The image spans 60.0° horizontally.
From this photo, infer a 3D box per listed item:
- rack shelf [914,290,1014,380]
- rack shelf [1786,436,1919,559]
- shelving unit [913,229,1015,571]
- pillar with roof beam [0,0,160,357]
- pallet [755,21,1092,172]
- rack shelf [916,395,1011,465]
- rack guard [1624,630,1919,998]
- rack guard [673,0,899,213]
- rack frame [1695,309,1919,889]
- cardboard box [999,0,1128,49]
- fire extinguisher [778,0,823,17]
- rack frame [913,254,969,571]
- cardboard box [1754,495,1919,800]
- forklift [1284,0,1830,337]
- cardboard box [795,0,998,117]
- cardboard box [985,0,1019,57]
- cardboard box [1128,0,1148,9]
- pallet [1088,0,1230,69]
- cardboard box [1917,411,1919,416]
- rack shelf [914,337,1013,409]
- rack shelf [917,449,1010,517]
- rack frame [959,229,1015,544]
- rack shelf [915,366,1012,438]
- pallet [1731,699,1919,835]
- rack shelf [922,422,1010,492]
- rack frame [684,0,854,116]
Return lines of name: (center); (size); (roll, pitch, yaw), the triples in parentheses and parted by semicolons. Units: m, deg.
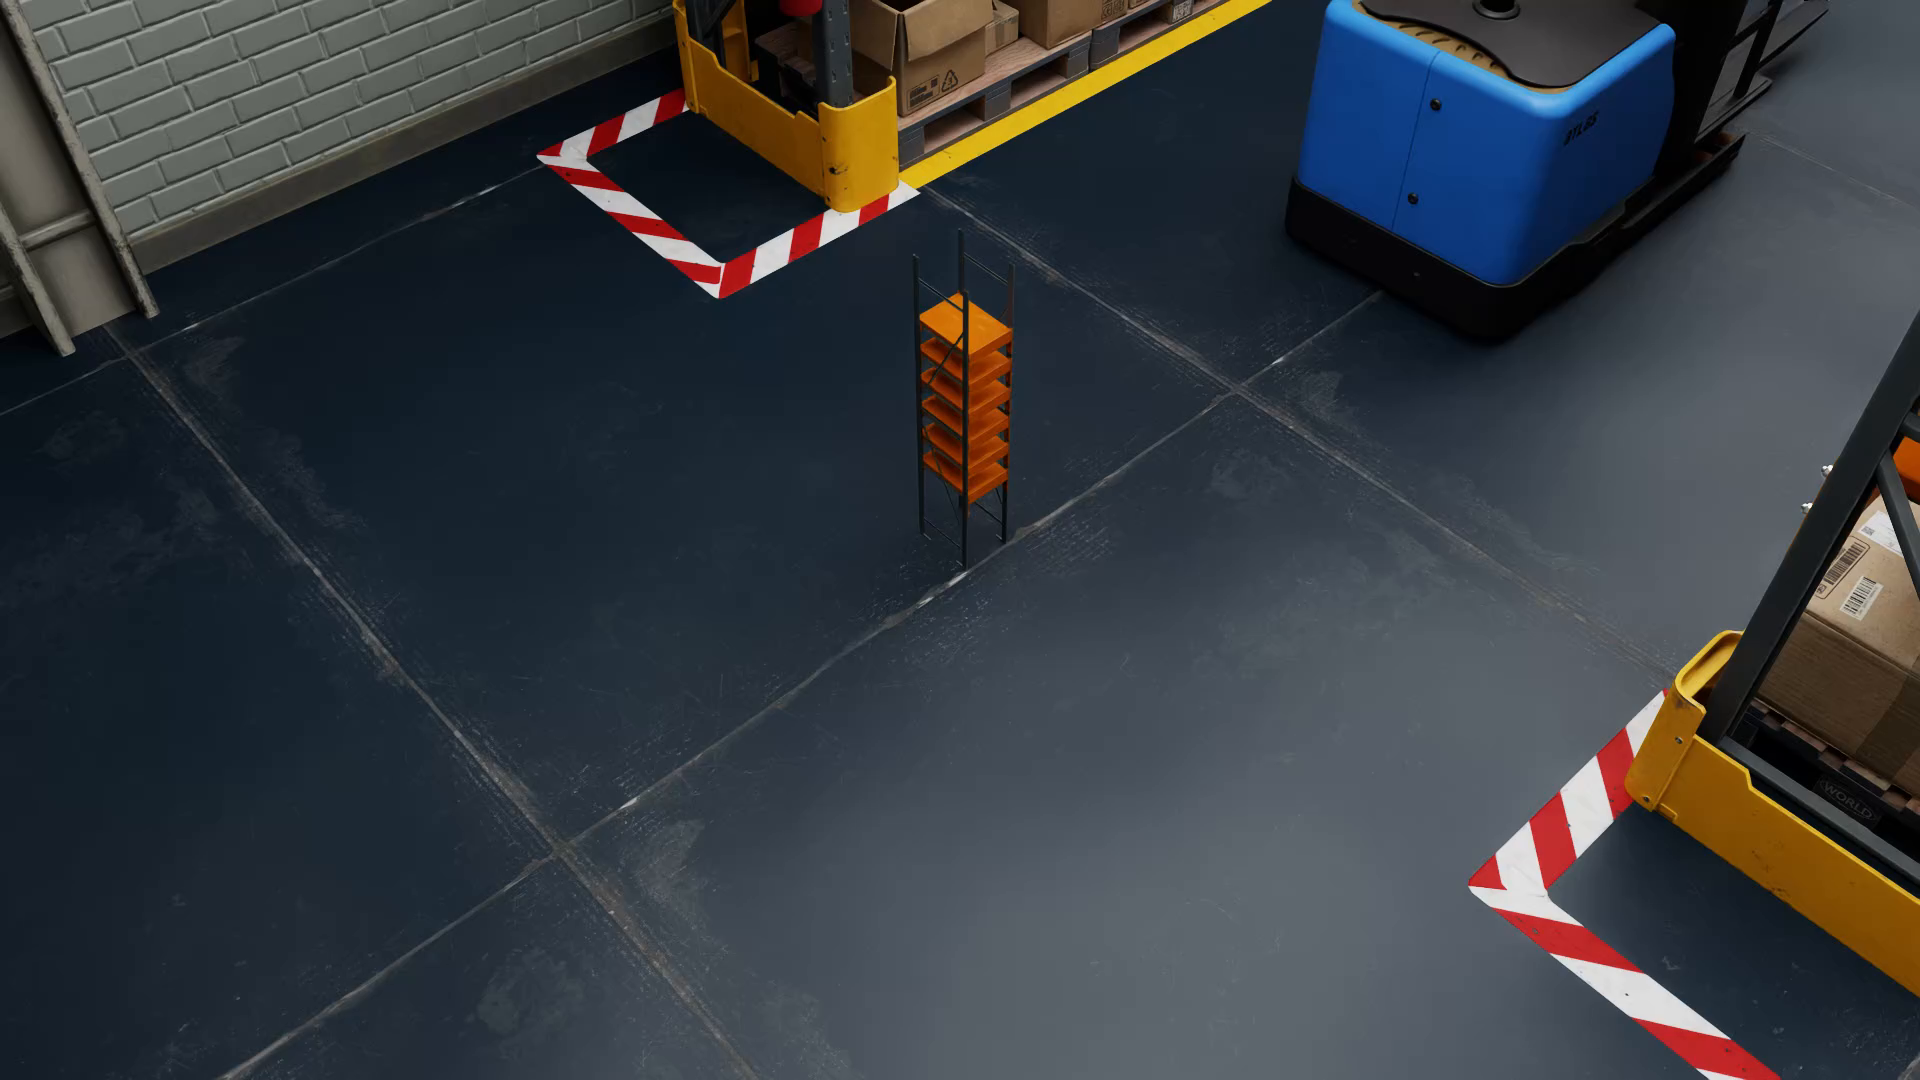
rack shelf: (0.011, -0.628, 5.084); (0.180, 0.103, 0.258); (-34, 56, -27)
rack shelf: (4.011, -0.791, 4.929); (4.000, 0.370, 1.077); (-34, 56, -27)
shelving unit: (0.011, -0.414, 5.316); (0.189, 1.200, 0.258); (-34, 56, -27)
pillar with roof beam: (-0.516, -1.594, 1.098); (0.400, 9.000, 9.100); (-34, 56, -27)
pallet: (-0.166, -2.230, 7.664); (1.213, 0.211, 1.003); (-34, 56, -27)
rack shelf: (0.011, -0.384, 5.348); (0.180, 0.103, 0.258); (-34, 56, -27)
rack guard: (2.513, 0.813, 4.660); (0.348, 0.500, 1.175); (-34, 56, -27)
rack guard: (-0.755, -1.934, 7.194); (0.348, 0.500, 1.175); (-34, 56, -27)
rack frame: (2.531, -0.046, 3.752); (0.127, 3.000, 1.000); (-34, 56, -27)
cardboard box: (0.364, -2.691, 7.607); (0.500, 0.500, 0.700); (-32, 55, -26)
fire extinguisher: (-0.609, -2.267, 6.107); (0.183, 0.674, 0.296); (-34, 56, -27)
rack frame: (-0.057, -0.369, 5.274); (0.006, 1.200, 0.240); (-34, 56, -27)
cardboard box: (2.952, 0.299, 4.891); (0.875, 0.438, 0.875); (-36, 57, -28)
forklift: (2.742, -2.744, 6.288); (3.031, 2.935, 1.130); (-36, 57, -28)
cardboard box: (-0.295, -2.290, 7.235); (0.637, 0.503, 0.797); (-36, 57, -28)
cardboard box: (0.046, -2.359, 7.540); (0.250, 0.149, 0.380); (-36, 57, -28)
cardboard box: (0.822, -2.898, 7.798); (0.500, 0.500, 0.500); (-33, 55, -27)
pallet: (0.737, -2.830, 8.218); (1.213, 0.211, 1.003); (-34, 56, -27)
cardboard box: (2.710, -0.463, 4.068); (0.500, 0.500, 0.500); (-33, 56, -27)
rack shelf: (0.011, -0.547, 5.172); (0.180, 0.103, 0.258); (-34, 56, -27)
rack shelf: (0.011, -0.221, 5.525); (0.180, 0.103, 0.258); (-34, 56, -27)
rack frame: (0.078, -0.459, 5.357); (0.006, 1.200, 0.240); (-34, 56, -27)
rack shelf: (0.011, -0.465, 5.260); (0.180, 0.103, 0.258); (-34, 56, -27)
pallet: (3.070, 0.461, 5.181); (1.213, 0.211, 1.003); (-34, 56, -27)
rack shelf: (0.011, -0.303, 5.436); (0.180, 0.103, 0.258); (-34, 56, -27)
rack frame: (-0.811, -2.744, 6.241); (0.127, 3.000, 1.000); (-34, 56, -27)
